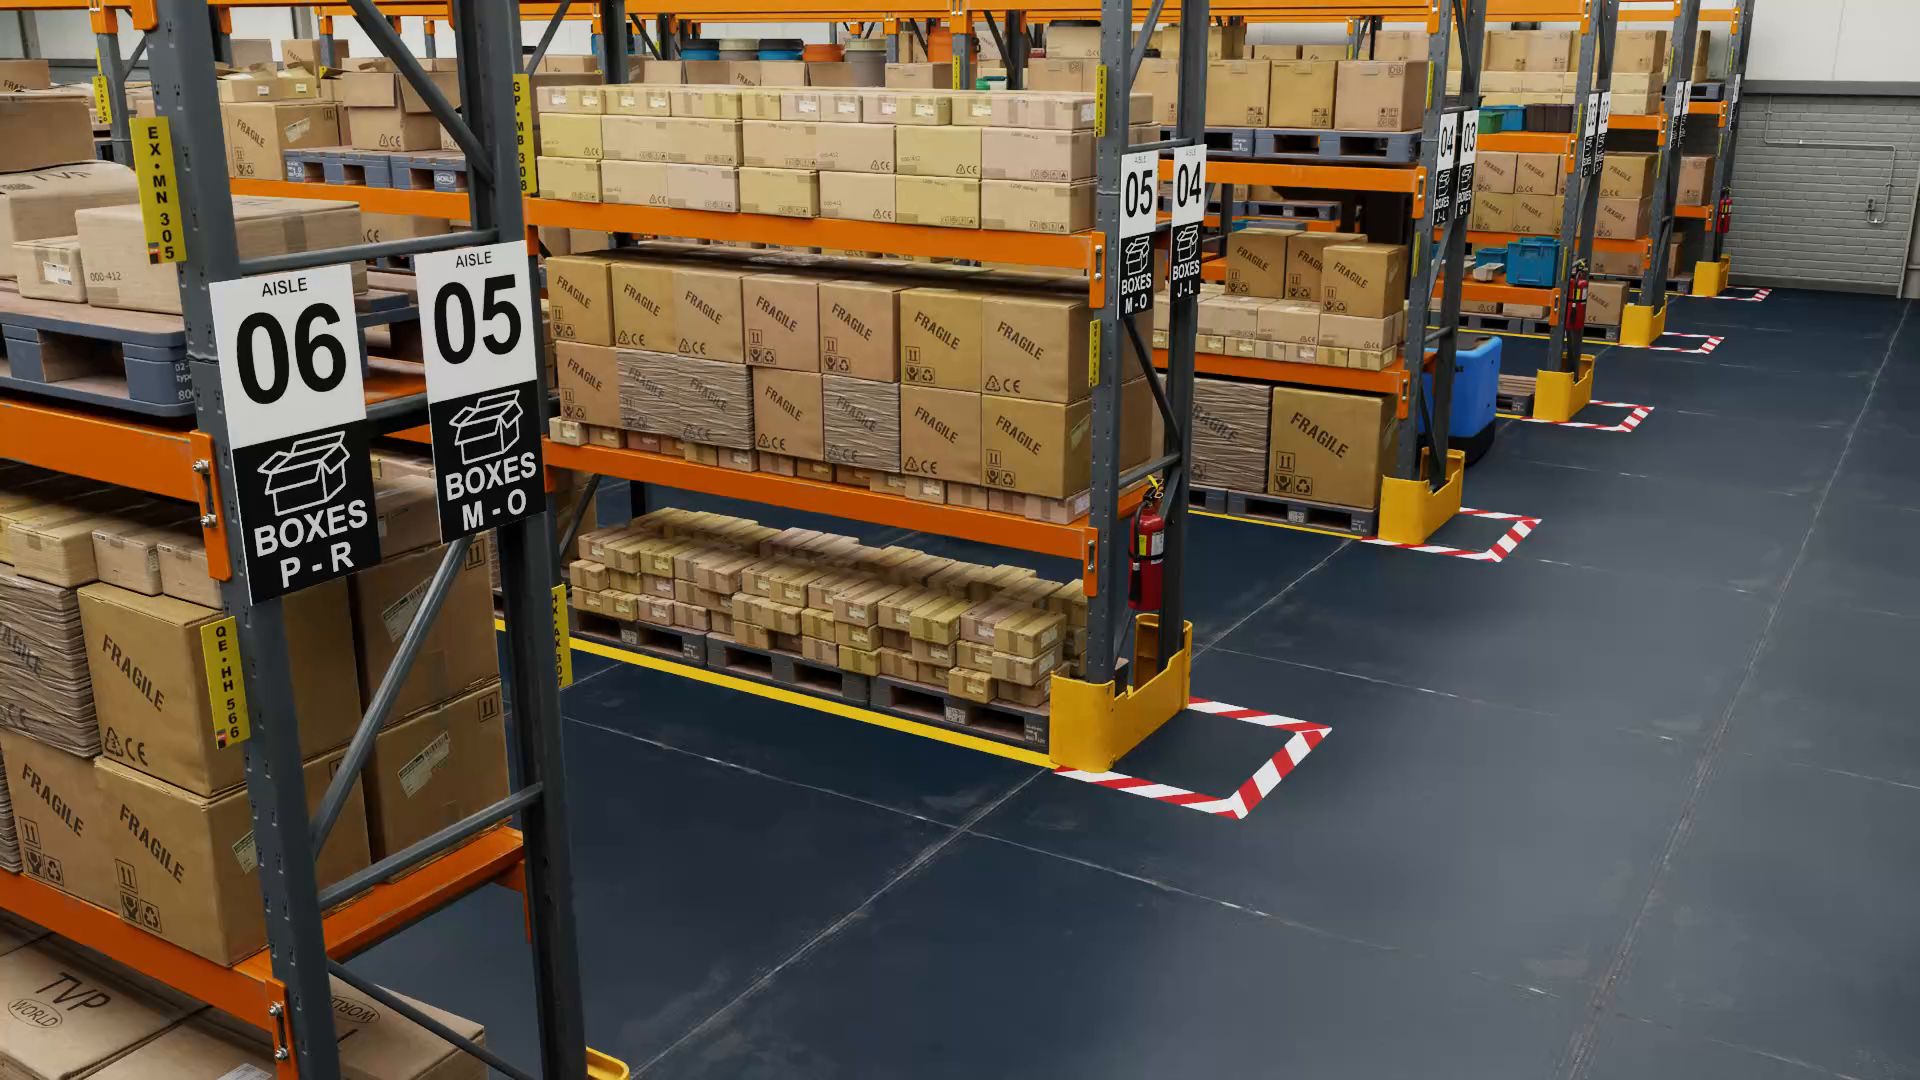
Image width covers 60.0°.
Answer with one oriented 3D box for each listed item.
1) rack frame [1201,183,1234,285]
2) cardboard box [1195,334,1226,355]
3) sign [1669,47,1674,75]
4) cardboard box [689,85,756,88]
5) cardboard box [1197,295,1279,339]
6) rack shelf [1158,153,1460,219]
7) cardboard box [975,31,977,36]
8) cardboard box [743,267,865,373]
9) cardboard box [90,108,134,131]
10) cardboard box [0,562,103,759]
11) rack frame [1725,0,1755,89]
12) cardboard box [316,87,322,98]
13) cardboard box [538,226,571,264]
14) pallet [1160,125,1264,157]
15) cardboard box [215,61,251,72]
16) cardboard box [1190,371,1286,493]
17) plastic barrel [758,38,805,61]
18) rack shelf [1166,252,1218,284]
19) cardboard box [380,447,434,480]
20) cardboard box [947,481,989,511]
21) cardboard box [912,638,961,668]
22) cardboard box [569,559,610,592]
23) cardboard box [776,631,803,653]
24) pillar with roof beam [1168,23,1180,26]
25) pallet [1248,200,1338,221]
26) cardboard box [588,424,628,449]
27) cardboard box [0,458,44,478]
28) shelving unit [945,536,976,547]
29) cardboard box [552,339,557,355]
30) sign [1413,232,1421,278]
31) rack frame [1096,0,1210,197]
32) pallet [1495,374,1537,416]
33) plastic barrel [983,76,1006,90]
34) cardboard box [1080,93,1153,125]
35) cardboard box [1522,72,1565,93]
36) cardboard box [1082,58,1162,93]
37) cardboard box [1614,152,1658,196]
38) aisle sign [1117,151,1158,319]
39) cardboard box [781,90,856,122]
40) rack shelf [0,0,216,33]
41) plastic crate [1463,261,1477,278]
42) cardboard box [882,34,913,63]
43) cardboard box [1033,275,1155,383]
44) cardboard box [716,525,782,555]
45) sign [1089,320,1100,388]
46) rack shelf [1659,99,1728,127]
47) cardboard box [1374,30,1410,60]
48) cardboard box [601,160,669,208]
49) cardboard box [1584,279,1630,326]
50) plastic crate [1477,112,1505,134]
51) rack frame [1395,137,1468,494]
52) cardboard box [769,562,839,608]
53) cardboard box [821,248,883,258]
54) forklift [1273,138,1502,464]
[{"bbox_3d":[2.838,-3.398,18.907,0.127,3.000,1.000,10,20,30],"label":"rack frame"},{"bbox_3d":[2.087,-1.610,13.452,0.250,0.149,0.380,10,20,30],"label":"cardboard box"},{"bbox_3d":[8.535,-5.740,19.934,0.005,0.325,0.100,10,20,30],"label":"sign"},{"bbox_3d":[-1.403,-2.638,9.957,0.250,0.149,0.380,11,20,32],"label":"cardboard box"},{"bbox_3d":[2.237,-1.796,13.380,0.500,0.250,0.500,9,19,28],"label":"cardboard box"},{"bbox_3d":[1.951,-2.958,13.536,4.000,0.370,1.077,10,20,30],"label":"rack shelf"},{"bbox_3d":[0.162,-9.130,30.689,0.500,0.500,0.500,11,20,33],"label":"cardboard box"},{"bbox_3d":[-0.879,-1.260,9.465,0.500,0.500,0.500,9,19,28],"label":"cardboard box"},{"bbox_3d":[-6.469,-3.176,12.521,0.250,0.166,0.380,10,20,30],"label":"cardboard box"},{"bbox_3d":[-2.528,0.278,4.911,0.500,0.500,0.500,10,20,30],"label":"cardboard box"},{"bbox_3d":[11.432,-8.114,24.110,0.127,3.000,1.000,10,20,30],"label":"rack frame"},{"bbox_3d":[-6.999,-4.920,18.330,0.250,0.149,0.380,11,20,32],"label":"cardboard box"},{"bbox_3d":[-4.171,-3.161,17.232,0.500,0.500,0.700,14,22,38],"label":"cardboard box"},{"bbox_3d":[1.974,-3.251,13.416,1.213,0.211,1.003,10,20,30],"label":"pallet"},{"bbox_3d":[-5.363,-3.419,12.326,0.258,0.266,0.396,10,20,30],"label":"cardboard box"},{"bbox_3d":[2.292,-0.963,13.825,0.875,0.875,0.875,10,20,30],"label":"cardboard box"},{"bbox_3d":[-2.317,-6.068,21.672,0.708,0.901,0.600,10,20,30],"label":"plastic barrel"},{"bbox_3d":[1.134,-3.358,20.013,4.000,0.370,1.077,10,20,30],"label":"rack shelf"},{"bbox_3d":[-3.633,-0.454,11.504,0.500,0.250,0.500,11,20,33],"label":"cardboard box"},{"bbox_3d":[0.133,-0.291,9.110,0.250,0.149,0.380,10,20,30],"label":"cardboard box"},{"bbox_3d":[-0.070,0.583,9.473,0.250,0.149,0.380,9,19,28],"label":"cardboard box"},{"bbox_3d":[-2.294,0.197,10.743,0.250,0.149,0.380,11,20,33],"label":"cardboard box"},{"bbox_3d":[-0.903,0.548,10.099,0.250,0.149,0.380,11,20,32],"label":"cardboard box"},{"bbox_3d":[1.707,-8.676,25.962,0.400,9.000,9.100,10,20,30],"label":"pillar with roof beam"},{"bbox_3d":[4.810,-4.681,23.461,1.213,0.211,1.003,10,20,30],"label":"pallet"},{"bbox_3d":[-2.106,-0.693,10.435,0.250,0.149,0.380,11,20,32],"label":"cardboard box"},{"bbox_3d":[-3.058,-0.131,5.142,0.250,0.149,0.380,11,20,31],"label":"cardboard box"},{"bbox_3d":[0.046,-0.494,12.702,0.252,1.050,0.215,10,20,30],"label":"shelving unit"},{"bbox_3d":[-2.752,-1.394,11.508,0.250,0.149,0.380,10,19,29],"label":"cardboard box"},{"bbox_3d":[3.359,-2.098,12.228,0.005,0.325,0.100,10,20,30],"label":"sign"},{"bbox_3d":[0.973,-3.220,8.001,0.127,3.000,1.000,10,20,30],"label":"rack frame"},{"bbox_3d":[5.565,-1.591,17.754,1.213,0.211,1.003,10,20,30],"label":"pallet"},{"bbox_3d":[0.420,-5.450,20.016,0.301,0.262,0.301,0,17,0],"label":"plastic barrel"},{"bbox_3d":[0.816,-2.249,8.676,0.250,0.149,0.380,10,20,30],"label":"cardboard box"},{"bbox_3d":[7.421,-5.787,21.007,0.500,0.250,0.500,10,20,30],"label":"cardboard box"},{"bbox_3d":[1.401,-3.716,13.727,0.500,0.500,0.700,11,20,33],"label":"cardboard box"},{"bbox_3d":[8.602,-4.675,21.218,0.500,0.500,0.500,11,20,32],"label":"cardboard box"},{"bbox_3d":[0.878,-1.508,8.213,0.004,0.787,0.394,10,20,30],"label":"aisle sign"},{"bbox_3d":[-0.764,-2.361,9.043,0.250,0.149,0.380,10,19,29],"label":"cardboard box"},{"bbox_3d":[-7.548,-4.206,13.171,4.000,0.370,1.077,10,20,30],"label":"rack shelf"},{"bbox_3d":[5.218,-2.819,17.352,0.243,0.136,0.396,10,20,30],"label":"plastic crate"},{"bbox_3d":[-0.878,-7.661,26.025,0.500,0.500,0.500,10,20,31],"label":"cardboard box"},{"bbox_3d":[0.729,-1.153,9.111,0.500,0.500,0.500,10,20,30],"label":"cardboard box"},{"bbox_3d":[-1.361,0.034,10.768,0.250,0.149,0.380,11,20,32],"label":"cardboard box"},{"bbox_3d":[0.665,-0.921,8.216,0.005,0.325,0.100,10,20,30],"label":"sign"},{"bbox_3d":[9.727,-6.639,25.652,4.000,0.370,1.077,10,20,30],"label":"rack shelf"},{"bbox_3d":[5.868,-6.521,22.136,0.500,0.500,0.700,10,20,30],"label":"cardboard box"},{"bbox_3d":[-1.747,-2.112,9.771,0.500,0.250,0.500,10,19,29],"label":"cardboard box"},{"bbox_3d":[8.250,-3.052,21.312,0.500,0.500,0.500,10,20,30],"label":"cardboard box"},{"bbox_3d":[5.257,-4.203,16.760,0.336,0.188,0.450,10,20,30],"label":"plastic crate"},{"bbox_3d":[3.655,-1.563,12.866,0.127,3.000,1.000,10,20,30],"label":"rack frame"},{"bbox_3d":[-0.932,0.268,9.998,0.250,0.149,0.380,10,20,30],"label":"cardboard box"},{"bbox_3d":[-0.881,-2.902,15.375,0.637,0.503,0.797,10,20,31],"label":"cardboard box"},{"bbox_3d":[3.494,-2.357,15.598,3.031,2.935,1.130,9,19,28],"label":"forklift"}]
